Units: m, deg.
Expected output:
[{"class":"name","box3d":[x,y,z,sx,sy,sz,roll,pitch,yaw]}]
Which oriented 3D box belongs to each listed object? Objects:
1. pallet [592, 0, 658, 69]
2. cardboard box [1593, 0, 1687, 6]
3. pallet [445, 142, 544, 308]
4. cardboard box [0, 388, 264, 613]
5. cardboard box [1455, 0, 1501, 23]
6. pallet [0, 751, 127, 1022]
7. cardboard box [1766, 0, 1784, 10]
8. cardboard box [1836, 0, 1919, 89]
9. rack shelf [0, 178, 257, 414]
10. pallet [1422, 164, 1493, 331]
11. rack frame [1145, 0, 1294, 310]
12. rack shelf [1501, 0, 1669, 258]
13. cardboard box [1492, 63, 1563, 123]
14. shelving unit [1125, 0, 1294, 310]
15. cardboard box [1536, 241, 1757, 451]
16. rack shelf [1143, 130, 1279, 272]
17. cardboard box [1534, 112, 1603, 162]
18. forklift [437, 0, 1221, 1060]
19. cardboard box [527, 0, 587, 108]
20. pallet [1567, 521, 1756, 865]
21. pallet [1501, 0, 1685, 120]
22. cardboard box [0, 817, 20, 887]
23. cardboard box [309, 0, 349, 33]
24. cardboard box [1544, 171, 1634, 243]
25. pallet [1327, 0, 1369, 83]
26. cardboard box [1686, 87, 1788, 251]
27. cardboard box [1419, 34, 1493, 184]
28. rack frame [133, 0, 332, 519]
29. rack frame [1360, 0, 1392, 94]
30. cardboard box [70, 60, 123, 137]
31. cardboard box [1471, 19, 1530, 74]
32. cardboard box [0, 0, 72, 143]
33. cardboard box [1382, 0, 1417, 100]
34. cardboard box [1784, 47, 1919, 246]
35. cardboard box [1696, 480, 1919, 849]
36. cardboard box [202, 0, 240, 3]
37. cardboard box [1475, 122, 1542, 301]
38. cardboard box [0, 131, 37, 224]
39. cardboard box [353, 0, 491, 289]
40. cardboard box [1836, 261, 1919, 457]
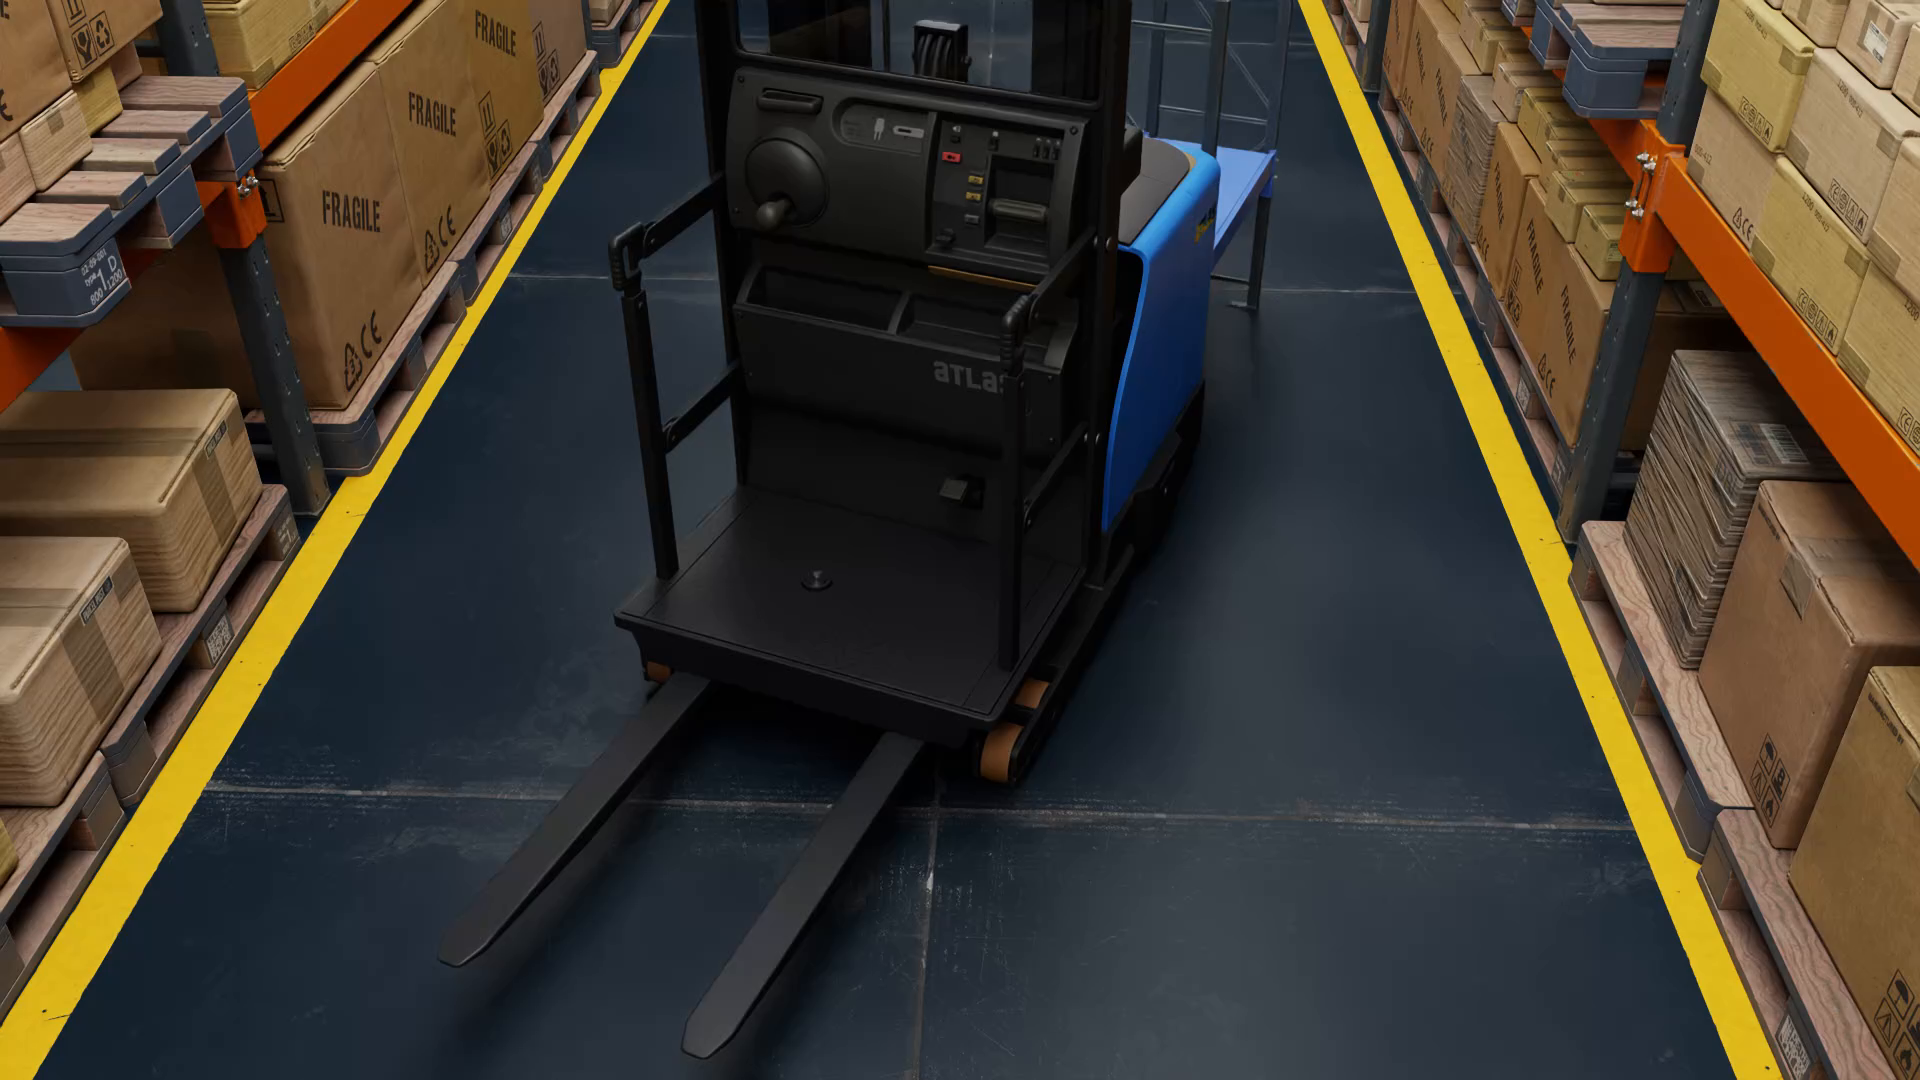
[{"class":"pallet","box3d":[-2.289,-2.935,9.242,1.003,0.211,1.213,1,35,2]},{"class":"cardboard box","box3d":[2.044,-1.685,4.892,0.380,0.149,0.250,2,35,3]},{"class":"pallet","box3d":[-2.400,-1.352,6.990,1.003,0.211,1.213,1,35,2]},{"class":"cardboard box","box3d":[-2.591,-0.115,4.725,0.950,0.372,0.625,-1,35,-1]},{"class":"cardboard box","box3d":[2.351,-2.276,7.125,0.380,0.149,0.250,1,35,1]},{"class":"pallet","box3d":[-2.643,0.946,3.720,1.003,0.211,1.213,1,35,2]},{"class":"cardboard box","box3d":[2.094,-1.360,3.925,0.380,0.149,0.250,2,35,3]},{"class":"cardboard box","box3d":[2.100,-1.058,3.496,0.380,0.149,0.250,2,35,3]},{"class":"rack shelf","box3d":[-2.639,0.101,3.123,1.077,0.370,4.000,1,35,2]},{"class":"pallet","box3d":[2.521,-1.216,6.797,1.003,0.211,1.213,1,35,2]},{"class":"rack frame","box3d":[0.940,-1.578,6.190,0.500,1.500,0.032,13,37,18]},{"class":"rack shelf","box3d":[2.481,-2.085,6.233,1.077,0.370,4.000,1,35,2]},{"class":"cardboard box","box3d":[2.249,-1.695,6.298,0.380,0.149,0.250,0,35,0]},{"class":"shelving unit","box3d":[0.752,-1.306,5.804,0.538,1.500,1.048,13,37,18]},{"class":"cardboard box","box3d":[2.203,-0.627,5.342,0.500,0.500,0.500,2,35,3]},{"class":"rack shelf","box3d":[0.752,-1.159,5.907,0.538,0.185,1.000,13,37,18]},{"class":"cardboard box","box3d":[2.258,-1.392,5.867,0.380,0.149,0.250,2,35,3]},{"class":"forklift","box3d":[-0.231,-0.842,3.898,1.130,2.935,3.031,14,37,19]},{"class":"cardboard box","box3d":[-2.343,-2.585,7.802,0.875,0.875,0.875,2,35,3]},{"class":"pallet","box3d":[2.329,0.383,4.521,1.003,0.211,1.213,1,35,2]},{"class":"pallet","box3d":[2.358,-1.542,5.003,1.213,0.211,1.003,1,35,2]},{"class":"cardboard box","box3d":[-2.649,0.745,3.501,0.950,0.372,0.625,2,35,3]},{"class":"cardboard box","box3d":[-2.285,-1.852,5.407,0.500,0.250,0.500,0,35,1]},{"class":"cardboard box","box3d":[2.148,-1.092,5.439,0.380,0.149,0.250,0,35,-1]},{"class":"pallet","box3d":[2.590,-2.782,9.025,1.003,0.211,1.213,1,35,2]},{"class":"cardboard box","box3d":[2.139,-0.919,4.080,0.500,0.250,0.500,1,35,2]},{"class":"cardboard box","box3d":[2.281,-1.812,7.028,0.500,0.500,0.500,0,35,0]},{"class":"rack frame","box3d":[-2.559,-1.342,4.551,1.000,3.000,0.127,1,35,2]},{"class":"rack frame","box3d":[2.562,-3.528,7.661,1.000,3.000,0.127,1,35,2]},{"class":"cardboard box","box3d":[-2.275,-1.062,4.006,0.380,0.149,0.250,2,35,3]},{"class":"cardboard box","box3d":[2.292,-1.991,6.719,0.380,0.149,0.250,3,35,4]},{"class":"cardboard box","box3d":[-2.309,-1.112,3.513,0.500,0.500,0.500,1,35,1]},{"class":"cardboard box","box3d":[2.317,-2.404,7.871,0.500,0.500,0.500,3,35,4]},{"class":"cardboard box","box3d":[2.118,-0.836,3.527,0.500,0.250,0.500,2,35,3]},{"class":"cardboard box","box3d":[2.344,0.303,3.909,0.875,0.625,0.625,2,35,3]},{"class":"cardboard box","box3d":[-2.292,-1.771,4.857,0.500,0.250,0.500,1,35,2]},{"class":"cardboard box","box3d":[2.252,-1.215,6.179,0.500,0.500,0.500,3,35,4]},{"class":"cardboard box","box3d":[-2.259,-0.772,3.593,0.380,0.149,0.250,0,35,0]},{"class":"cardboard box","box3d":[-2.408,-1.552,6.333,0.875,0.875,0.875,2,35,2]},{"class":"cardboard box","box3d":[2.100,-0.334,3.247,0.500,0.250,0.500,0,35,0]}]
